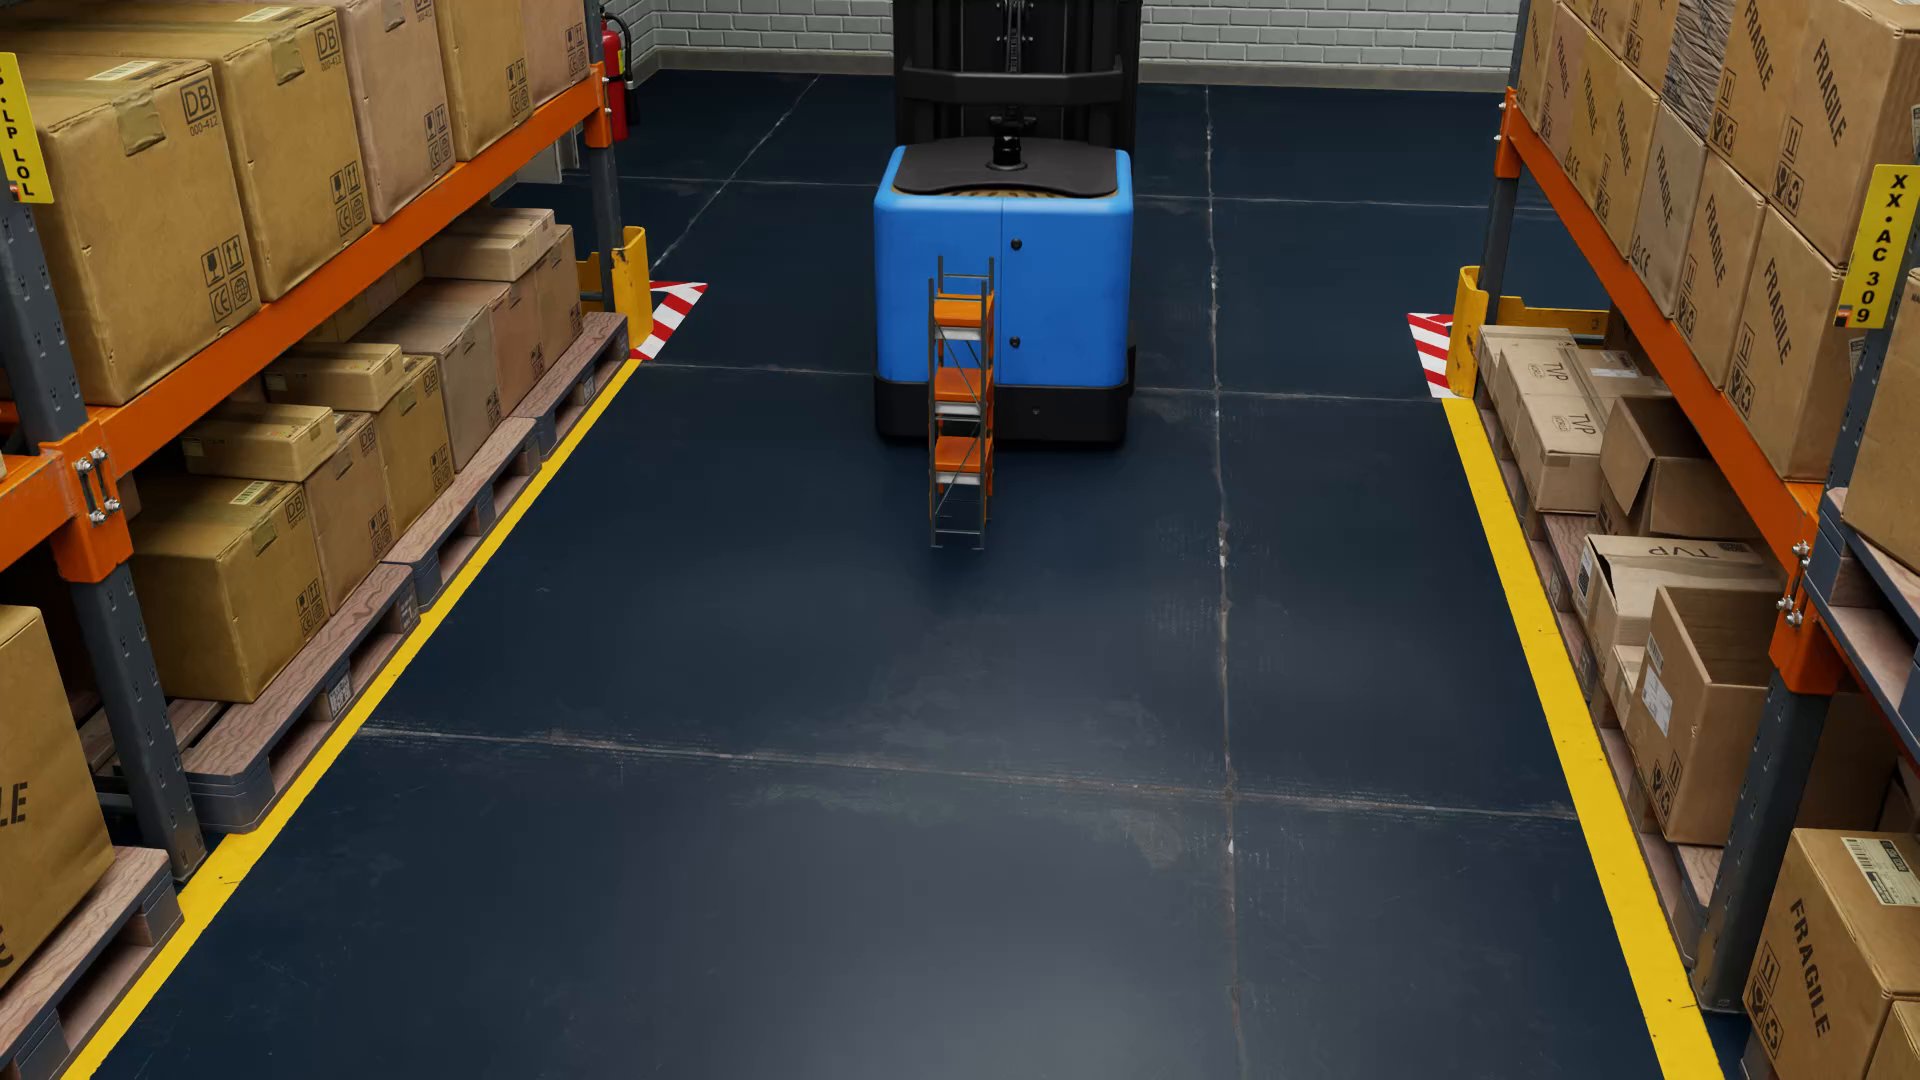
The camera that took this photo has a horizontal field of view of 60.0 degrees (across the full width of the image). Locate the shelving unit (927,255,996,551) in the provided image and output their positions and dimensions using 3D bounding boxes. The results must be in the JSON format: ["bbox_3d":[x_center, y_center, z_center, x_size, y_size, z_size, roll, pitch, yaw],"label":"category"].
[{"bbox_3d":[0.007,-0.487,6.048,0.215,1.050,0.252,3,28,6],"label":"shelving unit"}]

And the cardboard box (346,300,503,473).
[{"bbox_3d":[-2.210,-0.602,6.398,0.700,0.500,0.500,2,28,5],"label":"cardboard box"}]

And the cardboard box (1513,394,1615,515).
[{"bbox_3d":[2.345,-0.312,6.102,0.500,0.250,0.500,3,28,6],"label":"cardboard box"}]

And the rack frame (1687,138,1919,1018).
[{"bbox_3d":[2.325,-0.156,3.378,1.000,3.000,0.127,3,28,6],"label":"rack frame"}]

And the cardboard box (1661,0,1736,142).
[{"bbox_3d":[2.252,-1.372,4.475,0.500,0.500,0.500,4,29,7],"label":"cardboard box"}]

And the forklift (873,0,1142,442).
[{"bbox_3d":[0.267,-2.361,7.542,1.130,2.935,3.031,2,28,4],"label":"forklift"}]

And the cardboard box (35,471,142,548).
[{"bbox_3d":[-2.613,-0.102,4.785,0.380,0.149,0.250,3,28,6],"label":"cardboard box"}]

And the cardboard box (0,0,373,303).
[{"bbox_3d":[-2.414,-1.172,4.947,0.980,0.700,0.700,3,28,5],"label":"cardboard box"}]

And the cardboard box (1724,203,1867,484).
[{"bbox_3d":[2.132,-0.451,3.818,0.500,0.500,0.500,4,29,7],"label":"cardboard box"}]

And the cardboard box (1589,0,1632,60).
[{"bbox_3d":[2.376,-1.848,5.358,0.500,0.500,0.500,4,29,7],"label":"cardboard box"}]

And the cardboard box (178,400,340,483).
[{"bbox_3d":[-2.175,-0.309,5.170,0.380,0.149,0.250,4,29,8],"label":"cardboard box"}]

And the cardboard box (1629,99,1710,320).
[{"bbox_3d":[2.254,-0.935,4.718,0.500,0.500,0.500,4,29,7],"label":"cardboard box"}]

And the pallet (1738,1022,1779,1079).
[{"bbox_3d":[2.263,1.456,3.324,1.003,0.211,1.213,3,28,6],"label":"pallet"}]

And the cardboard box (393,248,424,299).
[{"bbox_3d":[-2.364,-1.074,6.590,0.380,0.149,0.250,4,29,7],"label":"cardboard box"}]

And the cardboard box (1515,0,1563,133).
[{"bbox_3d":[2.499,-1.890,6.490,0.500,0.500,0.500,4,29,7],"label":"cardboard box"}]

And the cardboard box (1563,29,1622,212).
[{"bbox_3d":[2.377,-1.410,5.600,0.500,0.500,0.500,3,28,6],"label":"cardboard box"}]

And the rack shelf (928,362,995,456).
[{"bbox_3d":[0.007,-0.478,6.053,0.215,0.259,0.240,3,28,6],"label":"rack shelf"}]

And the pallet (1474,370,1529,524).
[{"bbox_3d":[2.709,-0.400,6.771,1.003,0.211,1.213,3,28,6],"label":"pallet"}]

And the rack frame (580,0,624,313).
[{"bbox_3d":[-2.102,-2.325,7.404,1.000,3.000,0.127,3,28,6],"label":"rack frame"}]

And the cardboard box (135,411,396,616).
[{"bbox_3d":[-2.333,-0.109,5.483,0.700,0.500,0.500,3,28,6],"label":"cardboard box"}]

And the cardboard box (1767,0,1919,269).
[{"bbox_3d":[2.130,-0.894,3.587,0.500,0.500,0.500,3,29,6],"label":"cardboard box"}]

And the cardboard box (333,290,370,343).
[{"bbox_3d":[-2.425,-0.834,6.144,0.380,0.149,0.250,4,29,7],"label":"cardboard box"}]

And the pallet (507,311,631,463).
[{"bbox_3d":[-2.122,-0.717,7.358,1.003,0.211,1.213,3,28,6],"label":"pallet"}]

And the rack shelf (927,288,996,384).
[{"bbox_3d":[0.007,-0.728,5.918,0.215,0.259,0.240,3,28,6],"label":"rack shelf"}]

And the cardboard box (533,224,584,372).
[{"bbox_3d":[-2.088,-1.074,7.275,0.700,0.500,0.500,3,28,6],"label":"cardboard box"}]

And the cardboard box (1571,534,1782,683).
[{"bbox_3d":[2.205,0.196,5.095,0.500,0.311,0.500,3,28,6],"label":"cardboard box"}]

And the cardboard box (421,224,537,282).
[{"bbox_3d":[-1.954,-1.169,6.765,0.380,0.149,0.250,4,29,8],"label":"cardboard box"}]

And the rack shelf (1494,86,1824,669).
[{"bbox_3d":[2.570,-0.781,5.296,1.077,0.370,4.000,3,28,6],"label":"rack shelf"}]

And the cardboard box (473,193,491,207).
[{"bbox_3d":[-2.271,-1.430,7.251,0.380,0.149,0.250,4,29,7],"label":"cardboard box"}]

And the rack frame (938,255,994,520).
[{"bbox_3d":[0.021,-0.545,6.154,0.200,1.050,0.008,3,28,6],"label":"rack frame"}]

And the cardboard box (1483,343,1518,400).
[{"bbox_3d":[2.392,-0.691,6.893,0.380,0.166,0.250,3,28,6],"label":"cardboard box"}]

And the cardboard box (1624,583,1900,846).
[{"bbox_3d":[2.113,0.466,4.395,0.500,0.500,0.500,3,28,6],"label":"cardboard box"}]

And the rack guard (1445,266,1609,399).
[{"bbox_3d":[2.806,-0.903,7.399,1.175,0.500,0.348,3,28,6],"label":"rack guard"}]

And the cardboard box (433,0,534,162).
[{"bbox_3d":[-2.232,-1.874,6.249,0.980,0.700,0.700,3,28,6],"label":"cardboard box"}]

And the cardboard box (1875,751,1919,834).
[{"bbox_3d":[2.591,0.649,4.254,0.500,0.311,0.500,3,28,6],"label":"cardboard box"}]

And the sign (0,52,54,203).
[{"bbox_3d":[-2.052,-0.890,3.603,0.100,0.325,0.005,3,28,6],"label":"sign"}]

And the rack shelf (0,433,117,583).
[{"bbox_3d":[-2.837,0.816,2.332,1.077,0.370,4.000,3,28,6],"label":"rack shelf"}]

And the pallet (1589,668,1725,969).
[{"bbox_3d":[2.410,0.748,4.639,1.003,0.211,1.213,3,28,6],"label":"pallet"}]

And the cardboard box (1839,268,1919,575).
[{"bbox_3d":[2.045,-0.175,2.865,0.700,0.500,0.500,-6,29,-11],"label":"cardboard box"}]

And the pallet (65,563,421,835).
[{"bbox_3d":[-2.421,0.432,5.226,1.003,0.211,1.213,3,28,6],"label":"pallet"}]

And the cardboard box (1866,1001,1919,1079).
[{"bbox_3d":[1.970,1.216,3.003,0.500,0.500,0.500,4,29,7],"label":"cardboard box"}]

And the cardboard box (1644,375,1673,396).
[{"bbox_3d":[2.854,-0.530,6.594,0.380,0.166,0.250,3,28,6],"label":"cardboard box"}]
